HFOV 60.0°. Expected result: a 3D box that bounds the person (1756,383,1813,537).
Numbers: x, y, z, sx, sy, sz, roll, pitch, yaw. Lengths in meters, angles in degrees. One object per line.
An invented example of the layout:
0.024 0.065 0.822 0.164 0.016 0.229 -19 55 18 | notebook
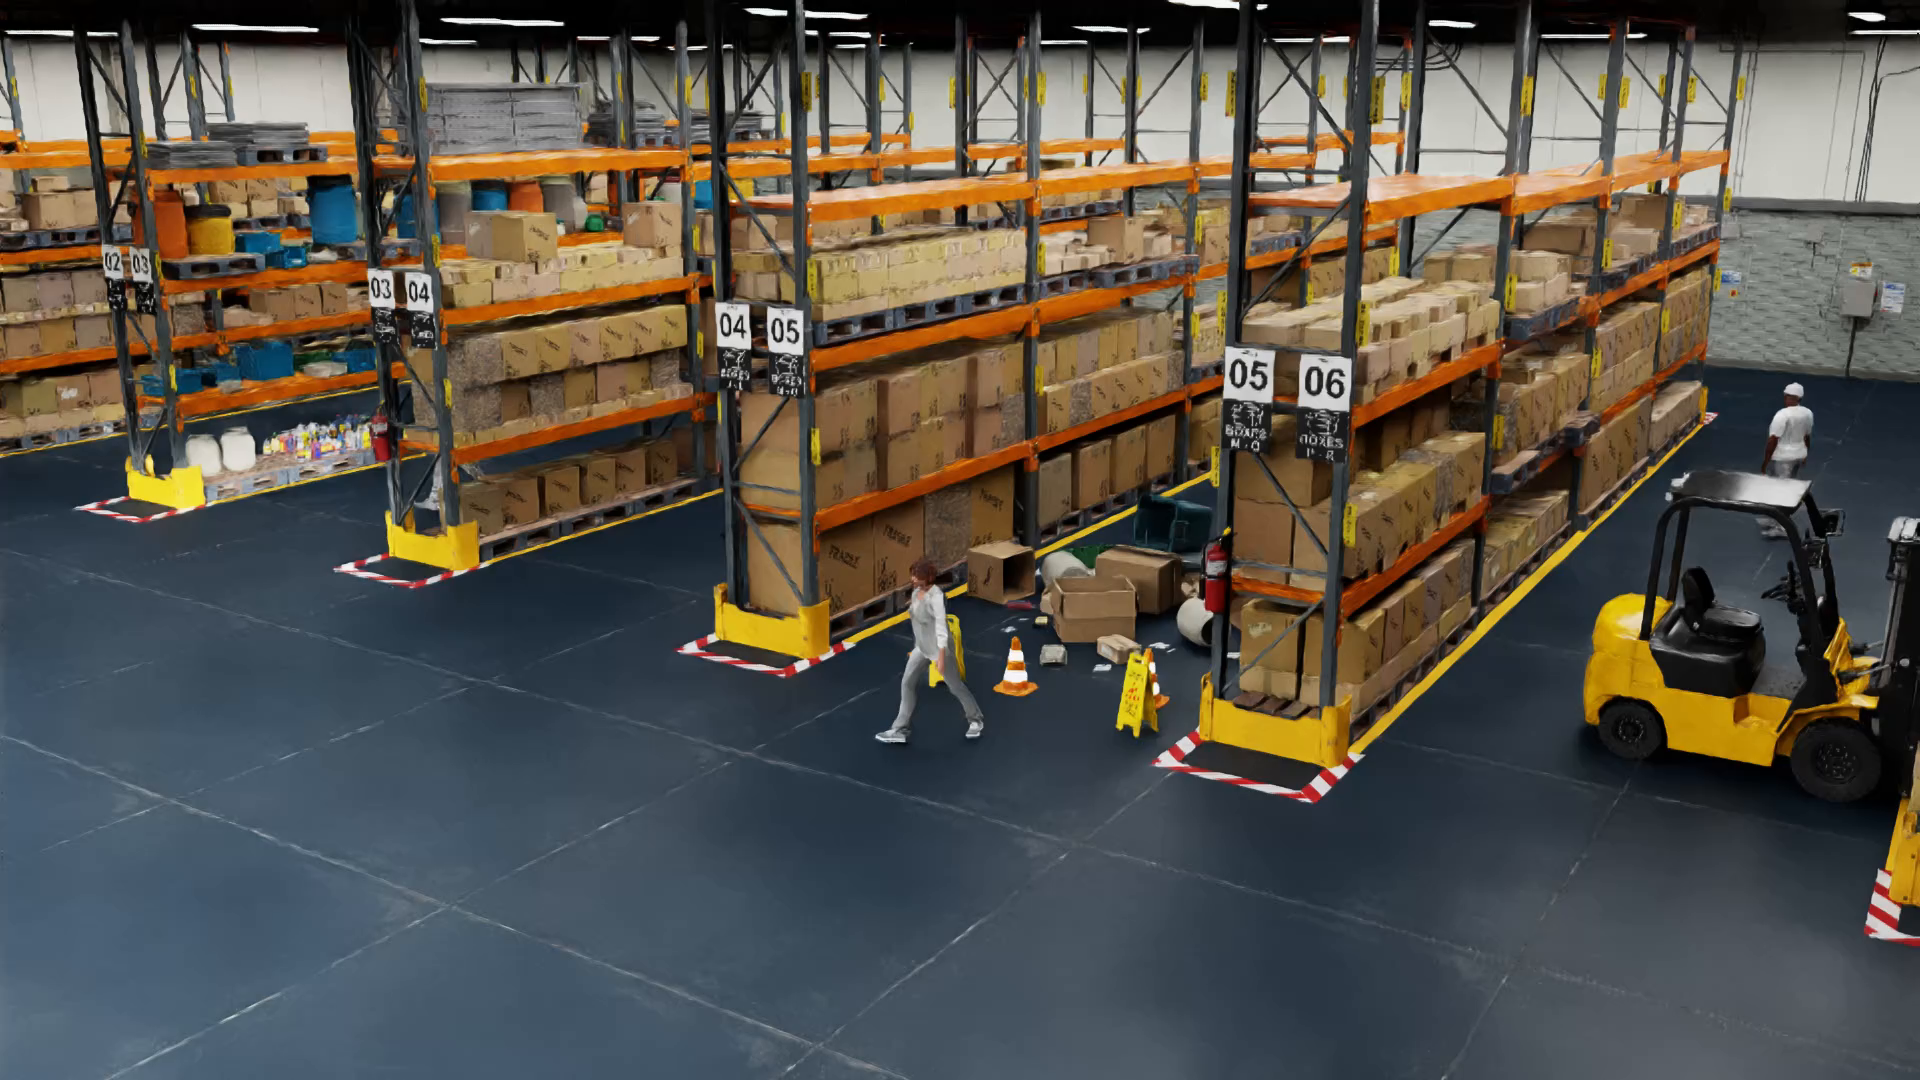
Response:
9.571 -0.959 19.327 0.669 1.764 0.574 -9 18 -29 | person

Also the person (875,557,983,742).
-0.217 0.923 13.219 0.885 1.435 0.455 -10 18 -32 | person

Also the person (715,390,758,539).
-2.525 -0.820 19.261 0.626 1.526 0.576 -8 17 -26 | person

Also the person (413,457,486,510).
-6.222 -1.204 20.316 0.959 1.741 0.608 -10 19 -32 | person
